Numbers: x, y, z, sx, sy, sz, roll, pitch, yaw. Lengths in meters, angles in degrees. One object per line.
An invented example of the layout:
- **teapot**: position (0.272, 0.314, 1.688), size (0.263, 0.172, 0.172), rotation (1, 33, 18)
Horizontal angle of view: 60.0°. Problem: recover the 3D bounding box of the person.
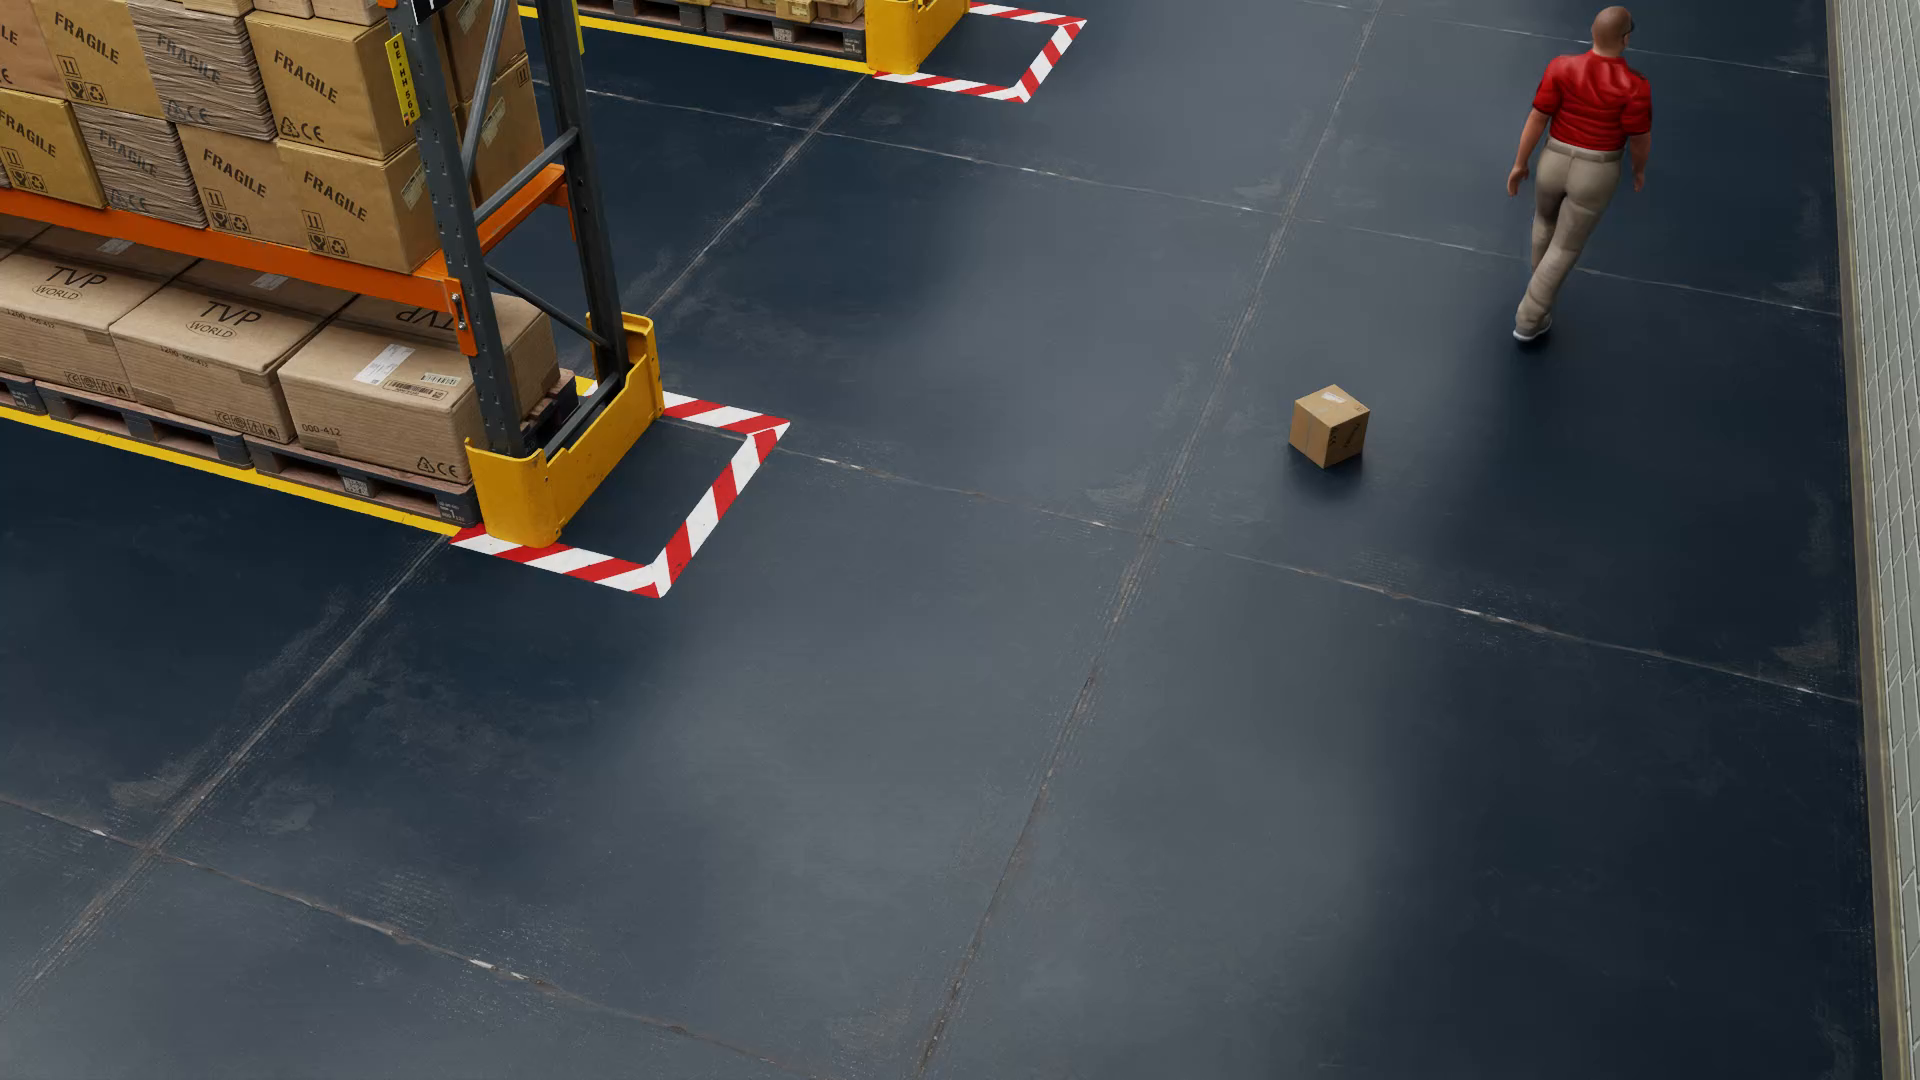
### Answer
- **person**: position (3.119, -1.858, 8.297), size (0.578, 1.730, 0.861), rotation (29, 49, 29)
